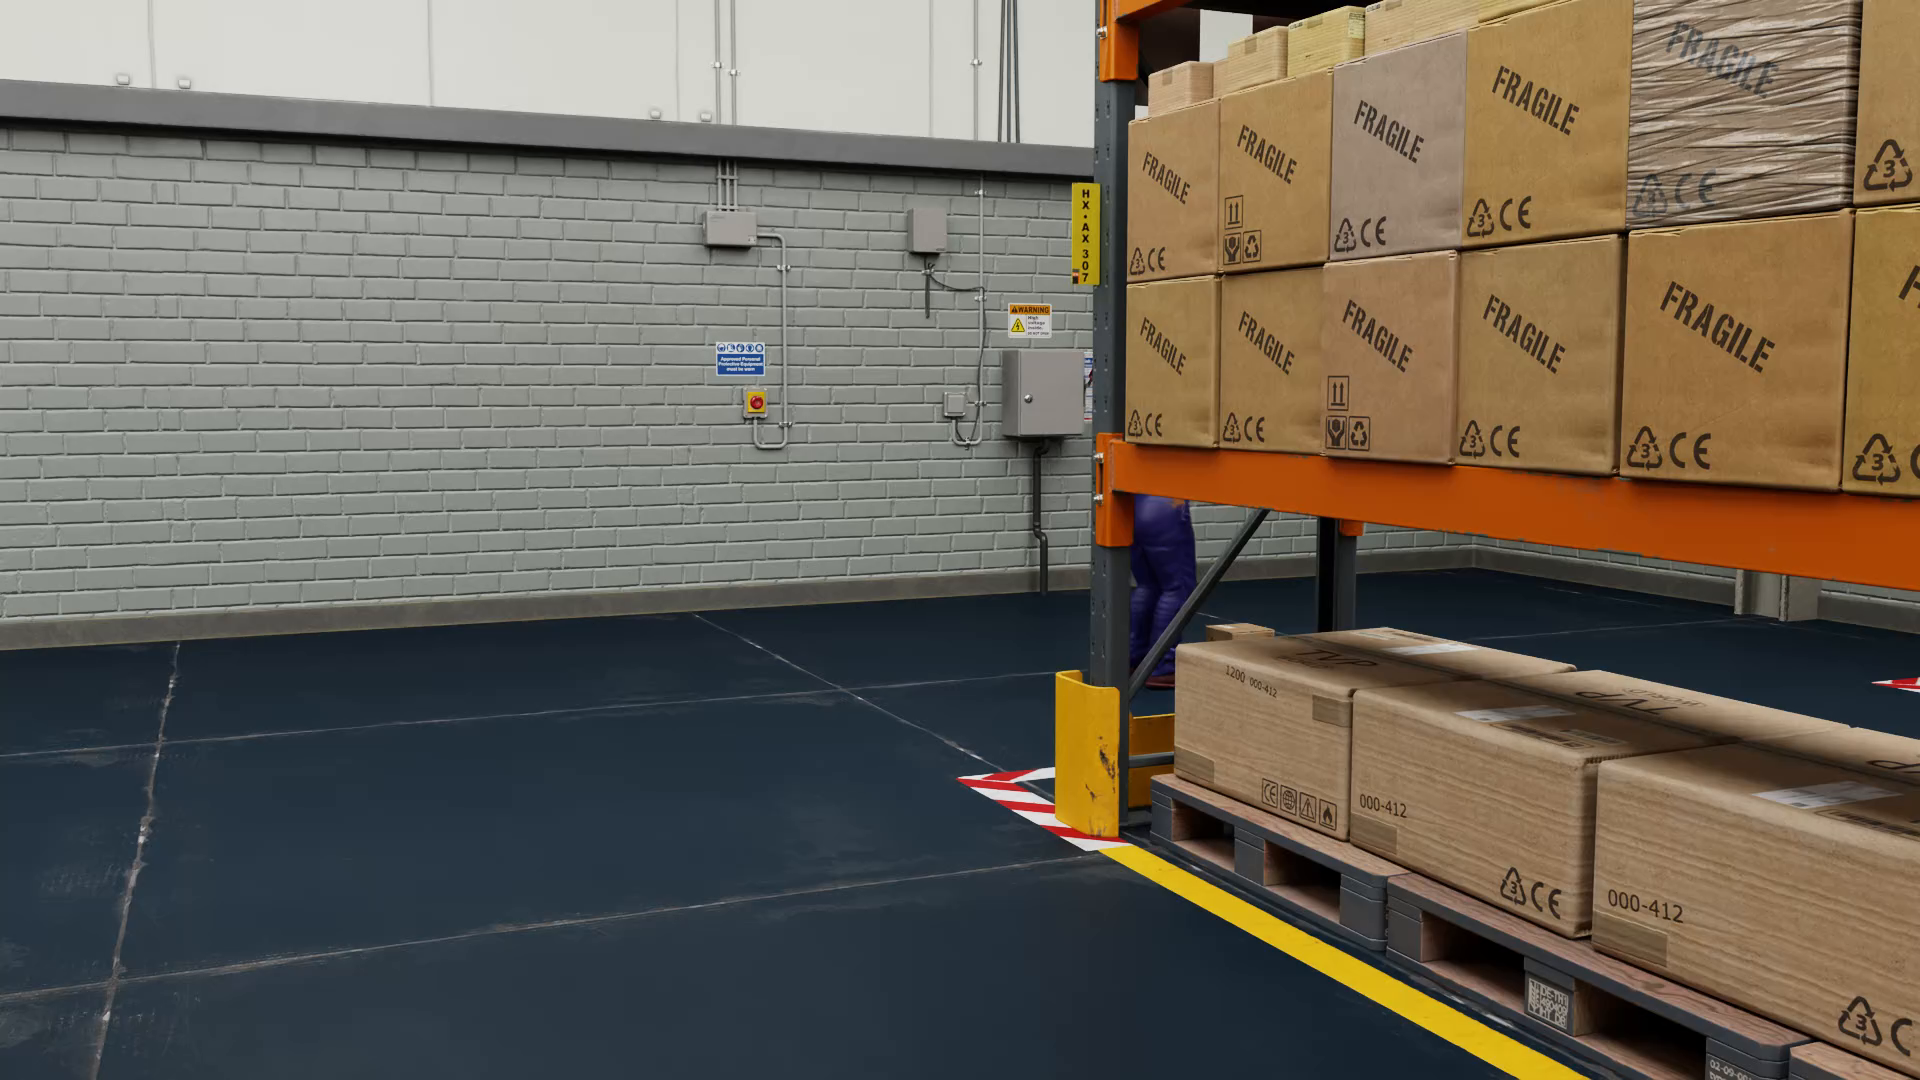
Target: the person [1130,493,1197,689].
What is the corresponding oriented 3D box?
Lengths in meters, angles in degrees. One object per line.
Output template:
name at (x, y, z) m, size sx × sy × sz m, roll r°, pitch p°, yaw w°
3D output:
person at (0.957, -0.096, 8.208) m, size 0.342 × 1.634 × 0.480 m, roll -2°, pitch 6°, yaw -23°
